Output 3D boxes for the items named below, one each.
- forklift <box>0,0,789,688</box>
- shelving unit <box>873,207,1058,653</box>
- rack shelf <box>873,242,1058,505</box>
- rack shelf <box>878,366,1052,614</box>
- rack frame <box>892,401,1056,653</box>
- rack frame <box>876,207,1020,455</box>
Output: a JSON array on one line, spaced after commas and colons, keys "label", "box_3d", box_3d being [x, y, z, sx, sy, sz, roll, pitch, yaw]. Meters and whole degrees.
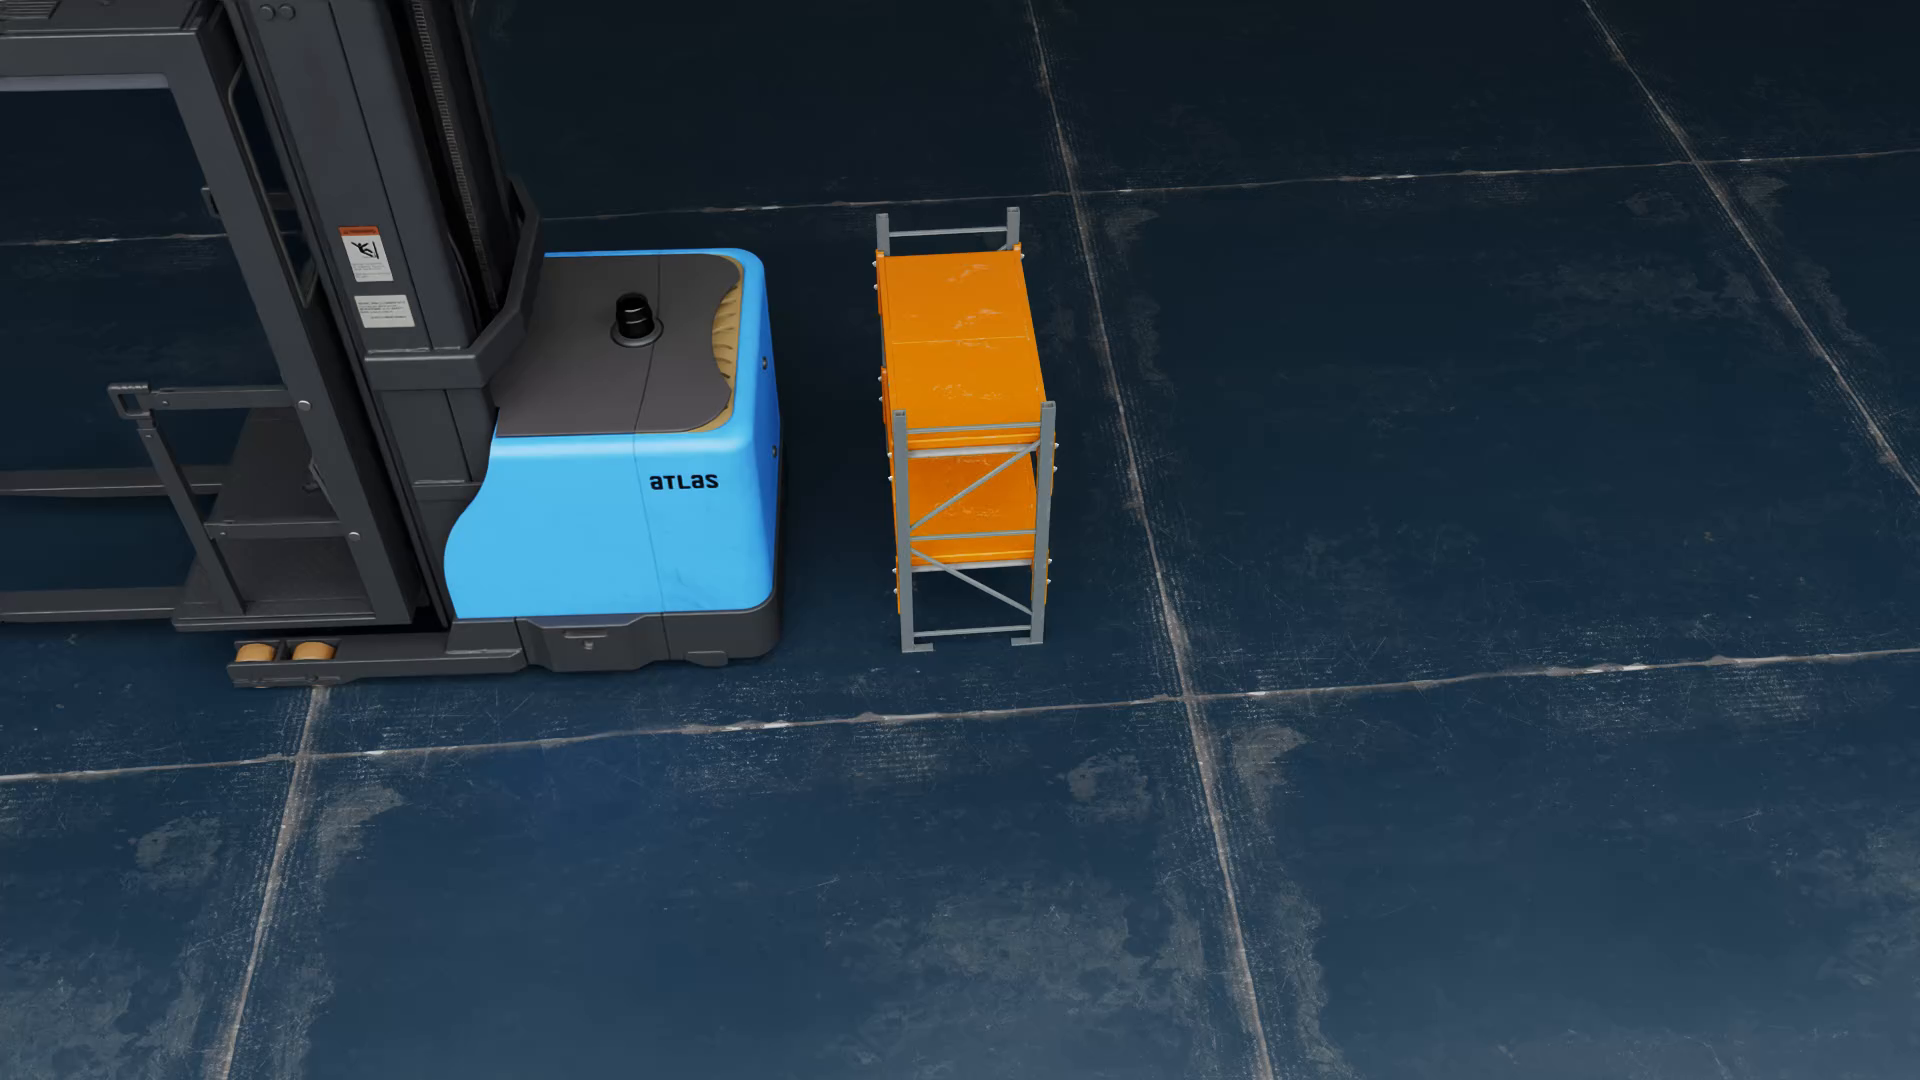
[{"label": "forklift", "box_3d": [-2.158, -0.889, 5.073, 3.031, 2.935, 1.130, -2, 47, -2]}, {"label": "shelving unit", "box_3d": [0.001, -0.382, 5.837, 0.538, 1.125, 1.048, -3, 47, -3]}, {"label": "rack shelf", "box_3d": [0.001, -0.583, 5.624, 0.538, 0.278, 1.000, -3, 47, -3]}, {"label": "rack shelf", "box_3d": [0.001, -0.214, 6.014, 0.538, 0.278, 1.000, -3, 47, -3]}, {"label": "rack frame", "box_3d": [0.043, -0.014, 5.489, 0.500, 1.125, 0.032, -3, 47, -3]}, {"label": "rack frame", "box_3d": [-0.042, -0.750, 6.185, 0.500, 1.125, 0.032, -3, 47, -3]}]
